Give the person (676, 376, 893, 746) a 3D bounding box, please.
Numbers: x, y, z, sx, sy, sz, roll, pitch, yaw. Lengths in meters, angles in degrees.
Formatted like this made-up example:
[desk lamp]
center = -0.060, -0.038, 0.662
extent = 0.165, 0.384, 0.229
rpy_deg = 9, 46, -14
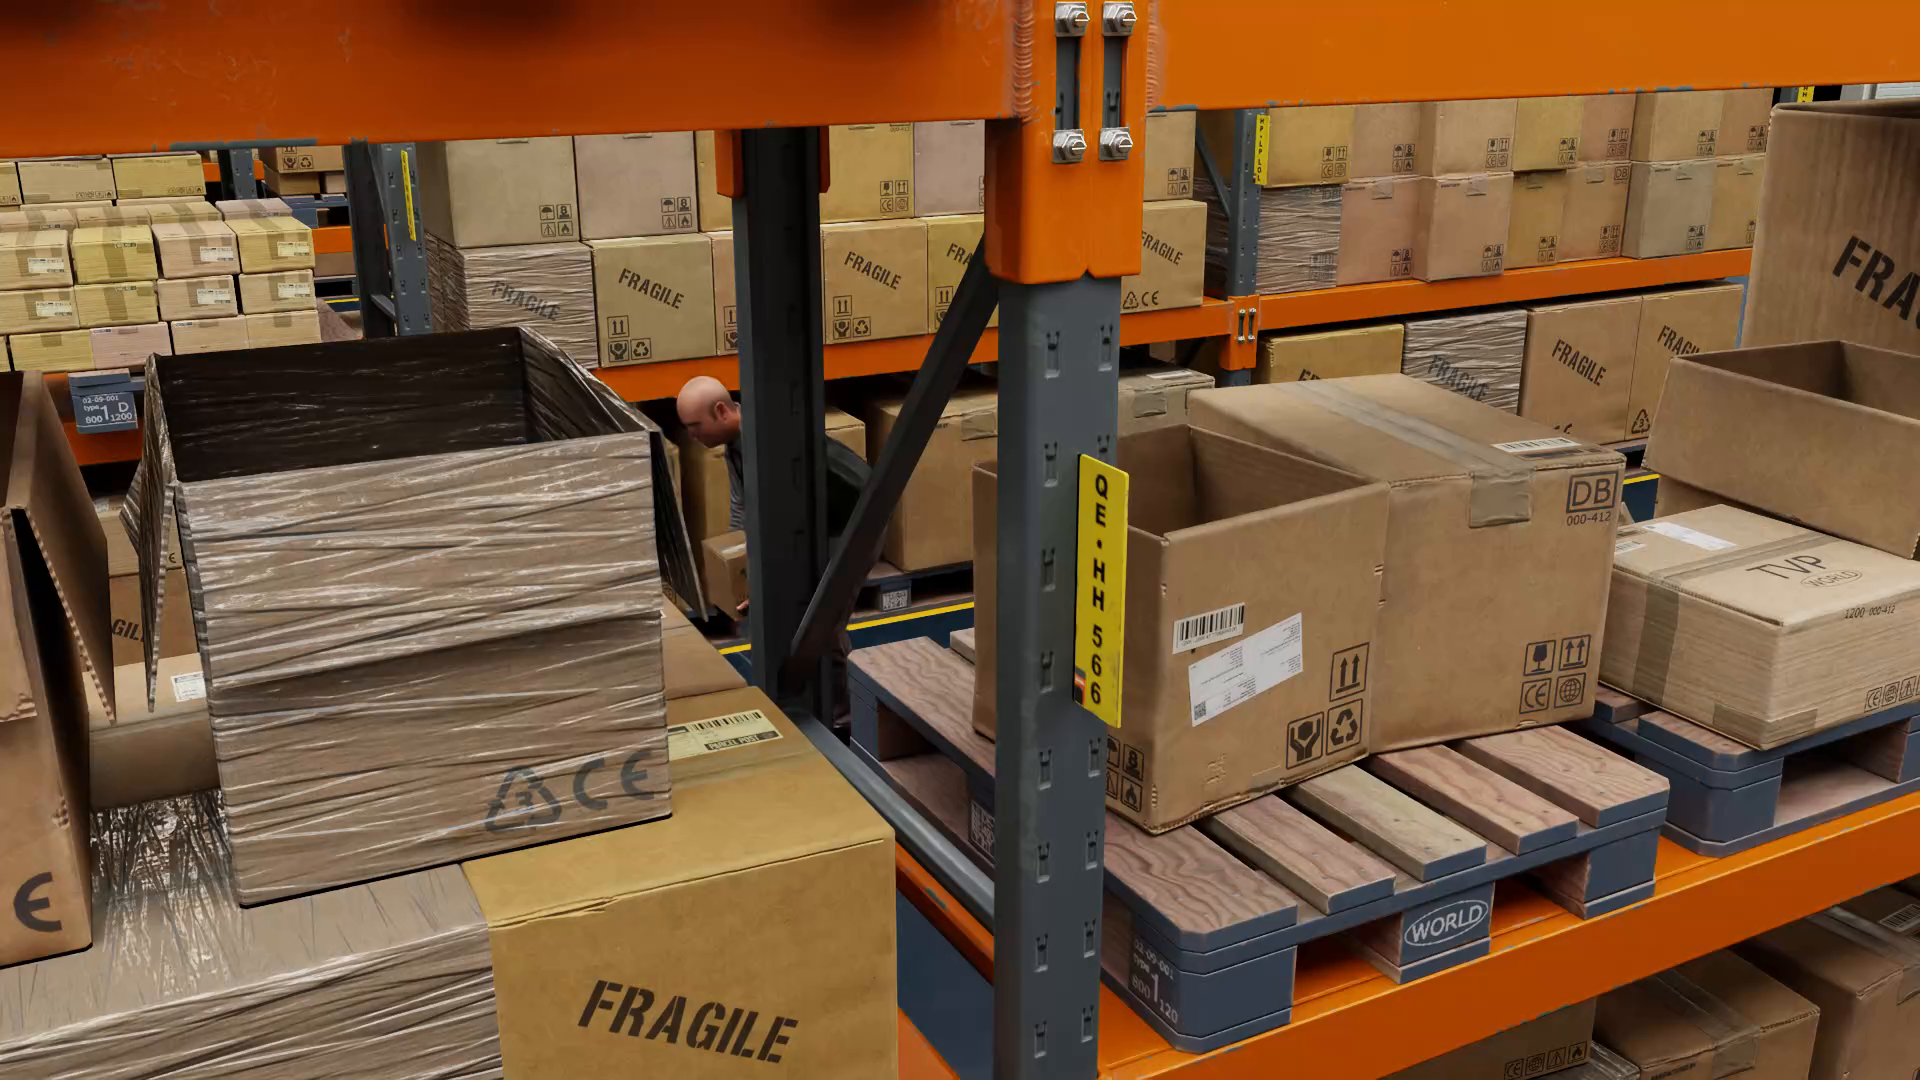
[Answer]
[person]
center = -0.648, 0.083, 6.227
extent = 0.799, 1.487, 0.466
rpy_deg = -10, 21, -28
